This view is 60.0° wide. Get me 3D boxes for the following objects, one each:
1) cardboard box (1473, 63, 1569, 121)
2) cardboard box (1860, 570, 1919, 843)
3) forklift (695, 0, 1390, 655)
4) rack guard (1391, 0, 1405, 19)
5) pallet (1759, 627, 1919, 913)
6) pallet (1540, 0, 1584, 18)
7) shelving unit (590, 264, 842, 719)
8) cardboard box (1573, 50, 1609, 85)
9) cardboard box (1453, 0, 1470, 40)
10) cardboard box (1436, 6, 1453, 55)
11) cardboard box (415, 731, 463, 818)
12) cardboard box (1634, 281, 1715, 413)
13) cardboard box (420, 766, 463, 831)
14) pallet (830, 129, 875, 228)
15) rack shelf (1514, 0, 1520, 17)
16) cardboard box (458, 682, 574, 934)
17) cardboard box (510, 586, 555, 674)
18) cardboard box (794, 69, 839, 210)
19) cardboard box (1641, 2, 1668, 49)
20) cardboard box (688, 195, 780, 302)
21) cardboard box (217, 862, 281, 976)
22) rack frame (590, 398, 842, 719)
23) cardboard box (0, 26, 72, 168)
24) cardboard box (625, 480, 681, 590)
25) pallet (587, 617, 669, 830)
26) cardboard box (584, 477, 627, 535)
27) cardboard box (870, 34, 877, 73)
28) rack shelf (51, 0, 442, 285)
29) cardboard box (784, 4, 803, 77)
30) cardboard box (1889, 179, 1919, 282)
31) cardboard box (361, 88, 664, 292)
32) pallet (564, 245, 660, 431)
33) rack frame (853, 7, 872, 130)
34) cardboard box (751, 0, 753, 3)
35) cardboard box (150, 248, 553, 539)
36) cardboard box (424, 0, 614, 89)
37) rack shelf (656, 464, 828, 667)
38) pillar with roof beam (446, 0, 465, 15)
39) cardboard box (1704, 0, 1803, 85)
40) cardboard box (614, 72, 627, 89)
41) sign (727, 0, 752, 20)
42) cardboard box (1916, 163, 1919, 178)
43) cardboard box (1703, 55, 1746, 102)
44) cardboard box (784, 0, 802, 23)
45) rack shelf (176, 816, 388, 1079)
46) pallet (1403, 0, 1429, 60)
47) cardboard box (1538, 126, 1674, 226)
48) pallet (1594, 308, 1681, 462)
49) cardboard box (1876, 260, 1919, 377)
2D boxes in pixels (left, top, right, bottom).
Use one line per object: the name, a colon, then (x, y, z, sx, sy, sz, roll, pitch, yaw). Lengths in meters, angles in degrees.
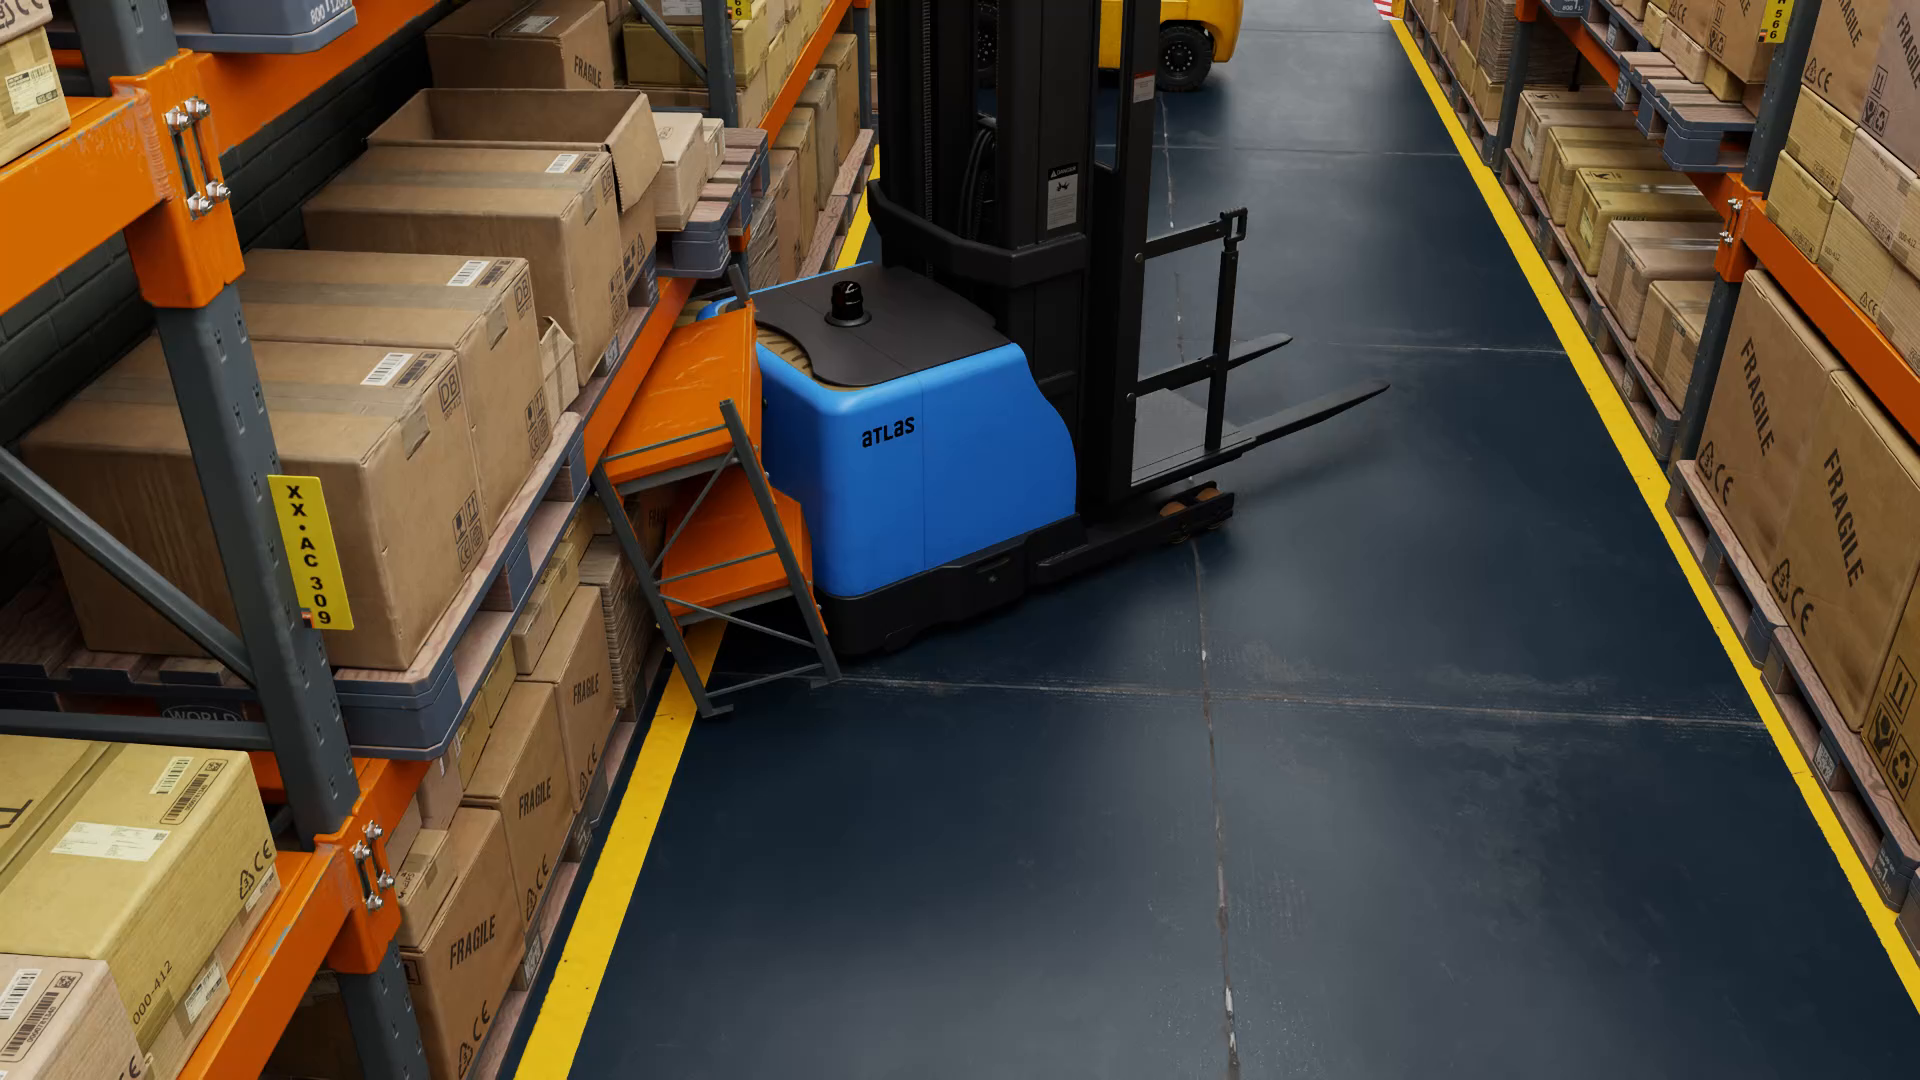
cardboard box: (3.656, -2.926, 10.860, 0.500, 0.250, 0.500, 4, 32, 6)
cardboard box: (3.261, 0.511, 4.686, 0.875, 0.875, 0.875, 3, 32, 5)
forklift: (0.508, -1.438, 6.290, 3.031, 2.935, 1.130, -21, 37, -30)
rack guard: (4.195, -4.585, 13.713, 1.175, 0.500, 0.348, 2, 32, 4)
pallet: (3.309, 0.727, 5.370, 1.003, 0.211, 1.213, 2, 32, 4)
pallet: (3.669, -3.122, 9.140, 1.003, 0.211, 1.213, 2, 32, 4)
shelving unit: (-0.836, -0.186, 5.805, 0.538, 1.125, 1.048, -16, 33, 4)
cardboard box: (4.193, -3.222, 10.625, 0.500, 0.500, 0.500, 4, 32, 6)
cardboard box: (3.737, -3.778, 11.528, 0.500, 0.500, 0.500, 4, 32, 7)
cardboard box: (3.779, -3.735, 12.172, 0.500, 0.250, 0.500, 5, 32, 7)
cardboard box: (-1.455, 0.544, 4.088, 0.380, 0.149, 0.250, 1, 32, 2)
cardboard box: (3.606, -0.861, 7.392, 0.950, 0.372, 0.625, 0, 32, 1)
cardboard box: (-1.483, 0.661, 4.183, 0.380, 0.149, 0.250, 2, 32, 3)
pallet: (-1.093, -2.233, 10.173, 1.003, 0.211, 1.213, 2, 32, 4)
rack shelf: (4.039, -4.337, 11.614, 1.077, 0.370, 4.000, 2, 32, 4)
cardboard box: (-1.426, 0.739, 4.674, 0.500, 0.500, 0.500, 2, 32, 3)
cardboard box: (-1.407, 0.253, 4.844, 0.380, 0.149, 0.250, 2, 32, 4)
cardboard box: (-1.174, -2.296, 9.480, 0.875, 0.625, 0.625, 2, 32, 3)
cardboard box: (3.305, -2.312, 7.481, 0.380, 0.149, 0.250, 3, 32, 5)
cardboard box: (-1.333, -1.209, 7.716, 0.875, 0.625, 0.625, 3, 32, 6)
cardboard box: (-1.497, 0.660, 3.059, 0.380, 0.149, 0.250, 3, 32, 5)
rack frame: (-0.788, 0.089, 5.380, 0.500, 1.125, 0.032, -16, 33, 4)
cardboard box: (-1.458, -0.594, 2.235, 0.380, 0.149, 0.250, 2, 32, 4)
cardboard box: (-1.309, -0.065, 5.979, 0.500, 0.500, 0.500, 4, 32, 6)
pallet: (-1.598, 0.496, 5.743, 1.003, 0.211, 1.213, 2, 32, 4)
cardboard box: (-1.321, -0.145, 5.491, 0.380, 0.149, 0.250, 1, 32, 2)
cardboard box: (-0.725, -3.268, 10.938, 0.500, 0.250, 0.500, 2, 32, 4)
rack shelf: (-1.560, -1.641, 4.380, 1.077, 0.370, 4.000, 2, 32, 4)
cardboard box: (-1.037, -2.406, 7.938, 0.500, 0.250, 0.500, 1, 32, 2)
cardboard box: (3.167, -0.870, 4.969, 0.500, 0.250, 0.500, 2, 32, 4)
cardboard box: (-1.346, -1.077, 5.140, 0.797, 0.503, 0.637, 2, 32, 3)
pallet: (-1.551, -0.617, 5.075, 1.003, 0.211, 1.213, 2, 32, 4)
rack frame: (-1.072, -3.807, 10.069, 1.000, 3.000, 0.127, 2, 32, 4)
cardboard box: (-1.057, -2.328, 6.955, 0.380, 0.149, 0.250, 3, 32, 5)
cardboard box: (-1.418, -0.360, 3.979, 0.700, 0.500, 0.500, 3, 32, 5)
cardboard box: (-1.595, -1.675, 6.113, 0.500, 0.500, 0.500, 4, 32, 6)
rack shelf: (-0.772, 0.009, 5.938, 0.538, 0.278, 1.000, -16, 33, 4)
pillar with roof beam: (2.101, -4.806, 5.971, 9.100, 9.000, 0.400, 2, 32, 4)
cardboard box: (3.310, -2.103, 6.525, 0.500, 0.500, 0.500, 2, 32, 3)
cardboard box: (-1.616, -1.898, 7.114, 0.500, 0.250, 0.500, 2, 32, 3)
sign: (-0.856, -2.157, 6.362, 0.100, 0.325, 0.005, 2, 32, 4)
cardboard box: (3.178, -1.197, 4.785, 0.500, 0.500, 0.500, 3, 32, 5)
cardboard box: (3.292, -1.902, 6.817, 0.380, 0.149, 0.250, 3, 32, 5)
cardboard box: (-1.015, -2.621, 7.810, 0.500, 0.250, 0.500, 2, 32, 3)
rack shelf: (-1.886, 1.728, 1.773, 1.077, 0.370, 4.000, 2, 32, 4)
pallet: (4.094, -4.039, 13.102, 1.003, 0.211, 1.213, 2, 32, 4)
cardboard box: (3.781, -2.007, 9.252, 0.950, 0.372, 0.625, 4, 32, 7)
pallet: (3.615, -0.727, 7.729, 1.003, 0.211, 1.213, 2, 32, 4)
cardboard box: (3.187, -0.653, 5.094, 0.500, 0.250, 0.500, 3, 32, 6)
